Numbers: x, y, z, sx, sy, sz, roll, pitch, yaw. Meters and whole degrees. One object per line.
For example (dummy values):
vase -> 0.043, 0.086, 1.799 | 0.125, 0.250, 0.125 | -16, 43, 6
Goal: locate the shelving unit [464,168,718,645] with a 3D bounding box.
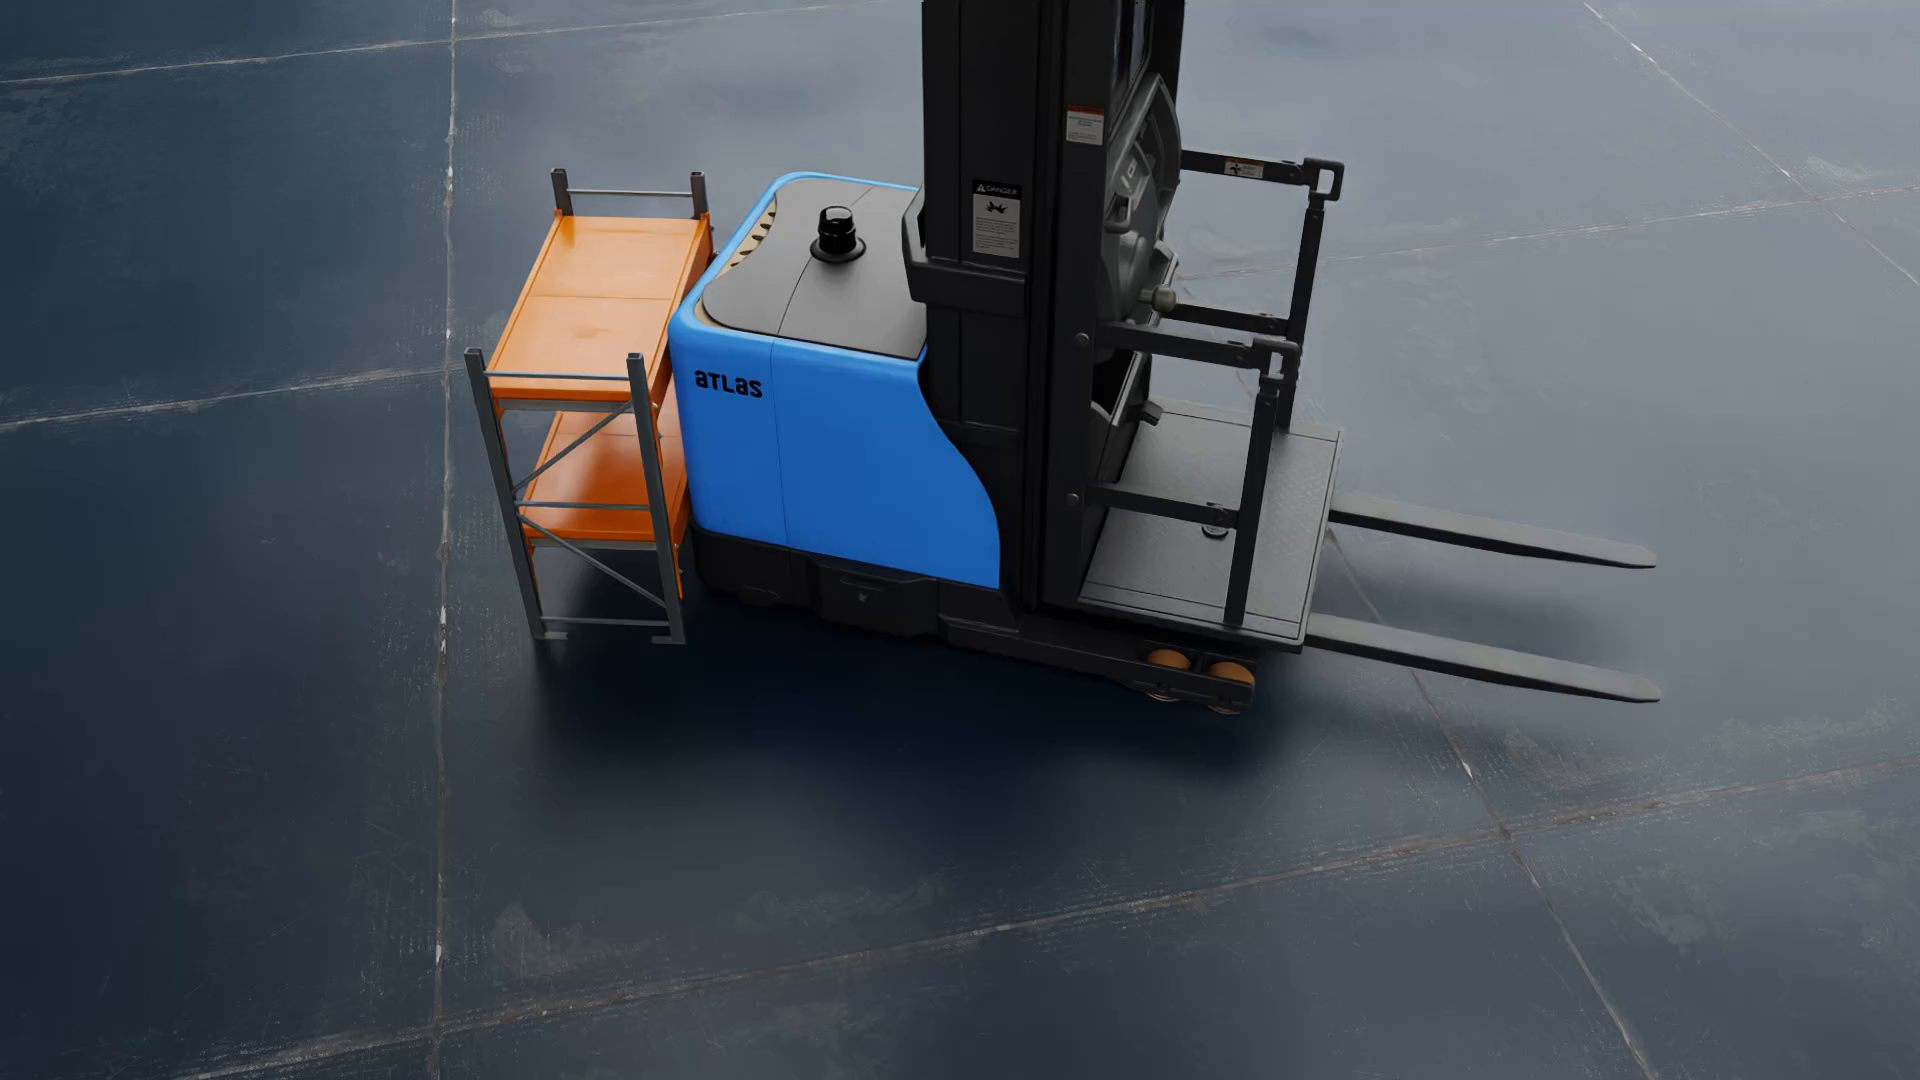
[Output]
shelving unit -> -1.108, -0.438, 5.396 | 0.538, 1.125, 1.048 | 2, 42, 2

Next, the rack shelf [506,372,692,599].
rack shelf -> -1.108, -0.255, 5.559 | 0.538, 0.278, 1.000 | 2, 42, 2

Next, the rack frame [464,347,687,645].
rack frame -> -1.136, -0.101, 5.017 | 0.500, 1.125, 0.032 | 2, 42, 2

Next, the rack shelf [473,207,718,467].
rack shelf -> -1.108, -0.657, 5.202 | 0.538, 0.278, 1.000 | 2, 42, 2

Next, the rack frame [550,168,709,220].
rack frame -> -1.081, -0.775, 5.776 | 0.500, 1.125, 0.032 | 2, 42, 2

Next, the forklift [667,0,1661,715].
forklift -> 0.697, -0.952, 4.615 | 3.031, 2.935, 1.130 | 11, 43, 12
